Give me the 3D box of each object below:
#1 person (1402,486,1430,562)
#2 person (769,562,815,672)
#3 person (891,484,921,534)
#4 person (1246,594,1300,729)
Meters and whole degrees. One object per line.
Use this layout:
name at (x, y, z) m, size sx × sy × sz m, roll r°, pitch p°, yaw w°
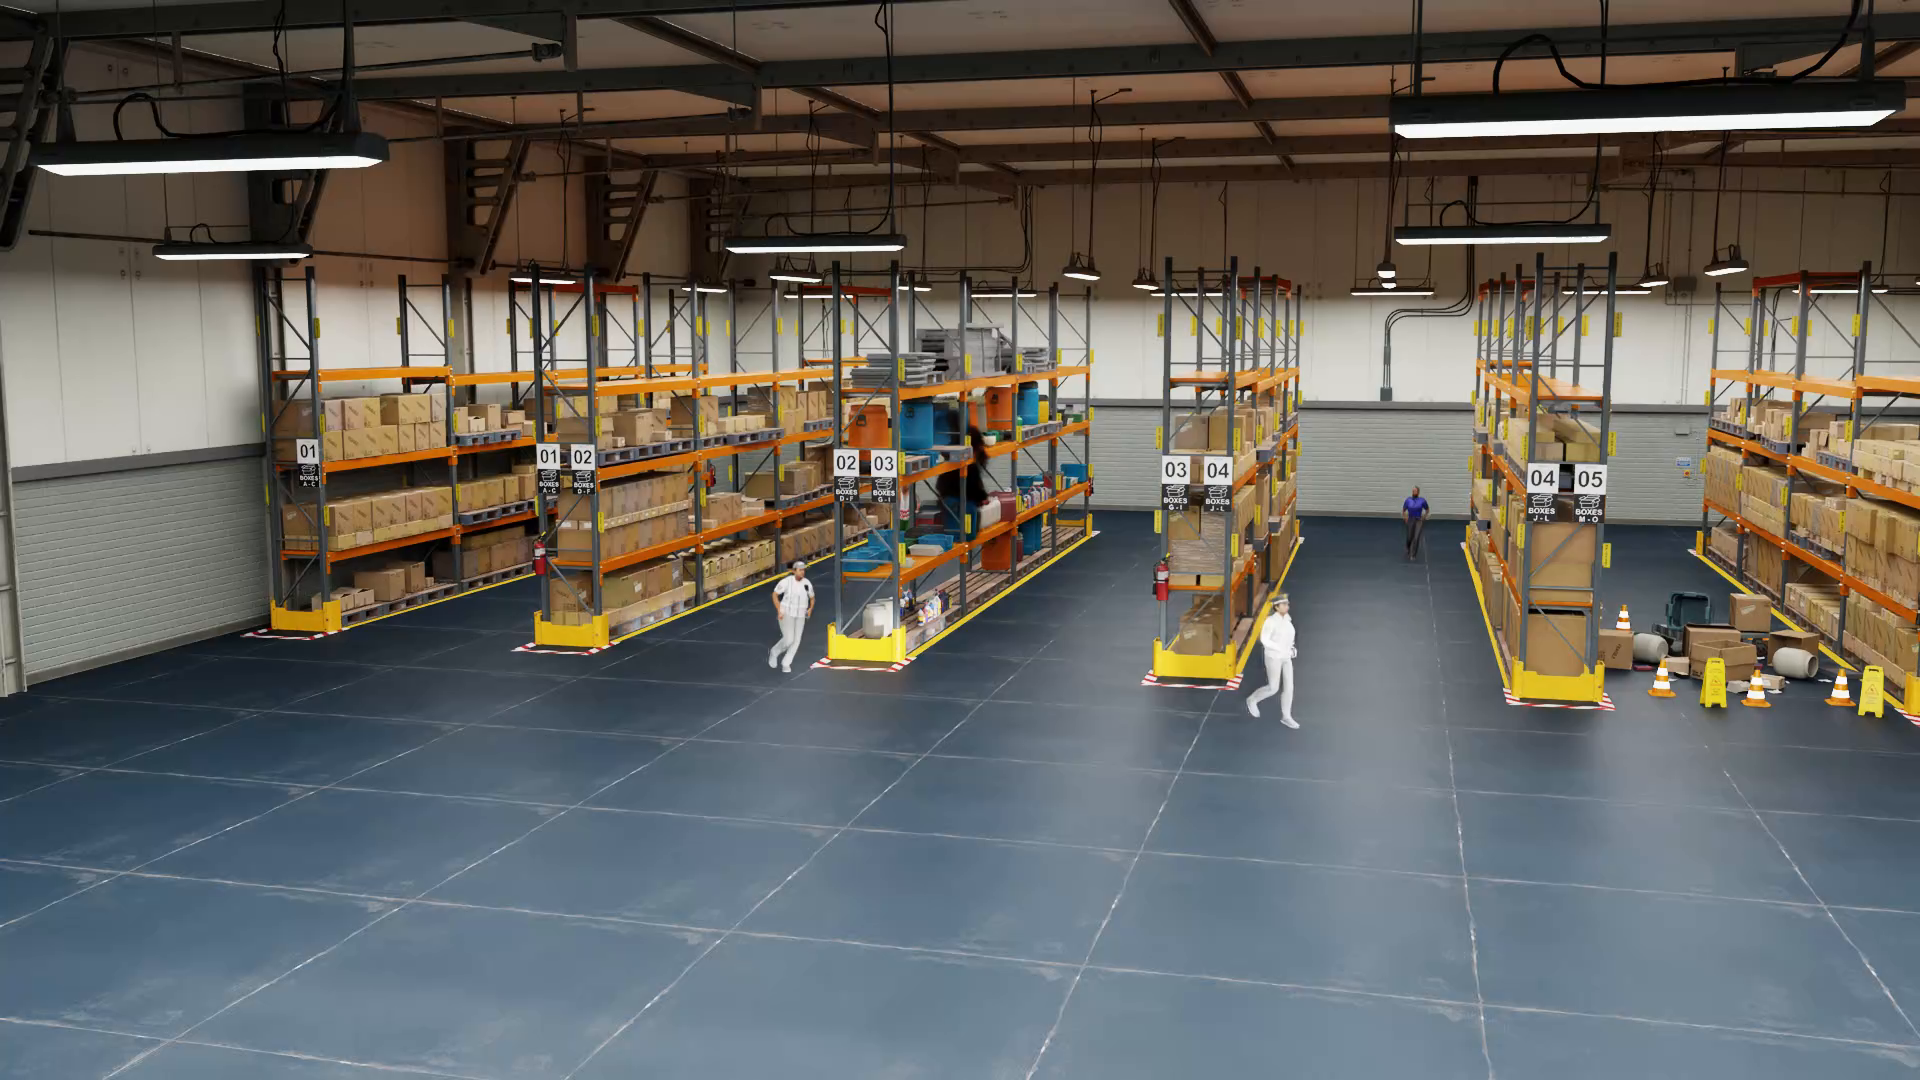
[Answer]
person at (9.888, -0.354, 36.084) m, size 0.577 × 1.624 × 0.611 m, roll 2°, pitch 8°, yaw 18°
person at (-2.437, 1.120, 24.410) m, size 0.683 × 1.611 × 0.524 m, roll -4°, pitch 8°, yaw -30°
person at (-1.181, -0.446, 36.200) m, size 0.655 × 1.764 × 0.809 m, roll 0°, pitch 7°, yaw 1°
person at (4.015, 1.509, 21.105) m, size 0.640 × 1.690 × 0.786 m, roll -6°, pitch 9°, yaw -40°
